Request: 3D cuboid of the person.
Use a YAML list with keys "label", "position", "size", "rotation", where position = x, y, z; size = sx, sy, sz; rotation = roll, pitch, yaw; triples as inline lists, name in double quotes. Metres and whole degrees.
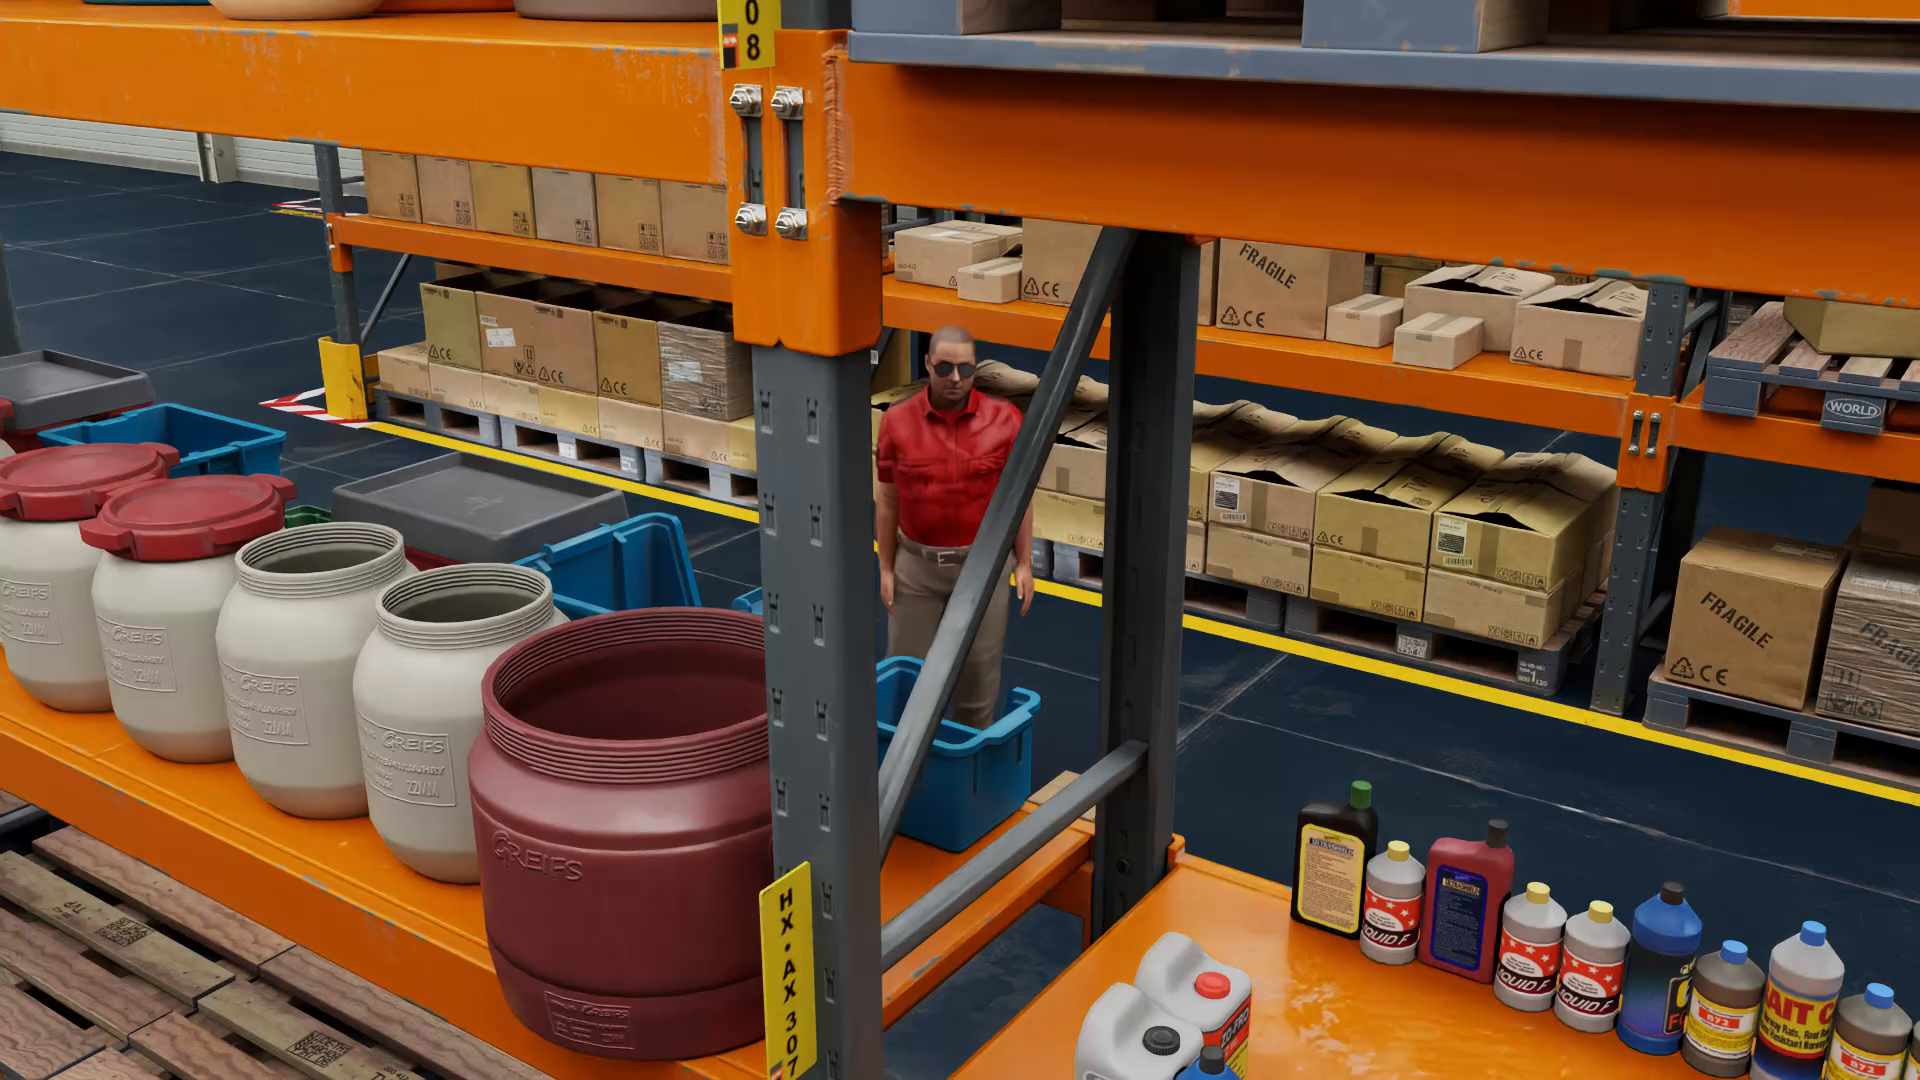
- label: "person"
  position: [-0.061, 0.124, 5.750]
  size: [0.638, 1.745, 0.385]
  rotation: [0, 20, -1]
